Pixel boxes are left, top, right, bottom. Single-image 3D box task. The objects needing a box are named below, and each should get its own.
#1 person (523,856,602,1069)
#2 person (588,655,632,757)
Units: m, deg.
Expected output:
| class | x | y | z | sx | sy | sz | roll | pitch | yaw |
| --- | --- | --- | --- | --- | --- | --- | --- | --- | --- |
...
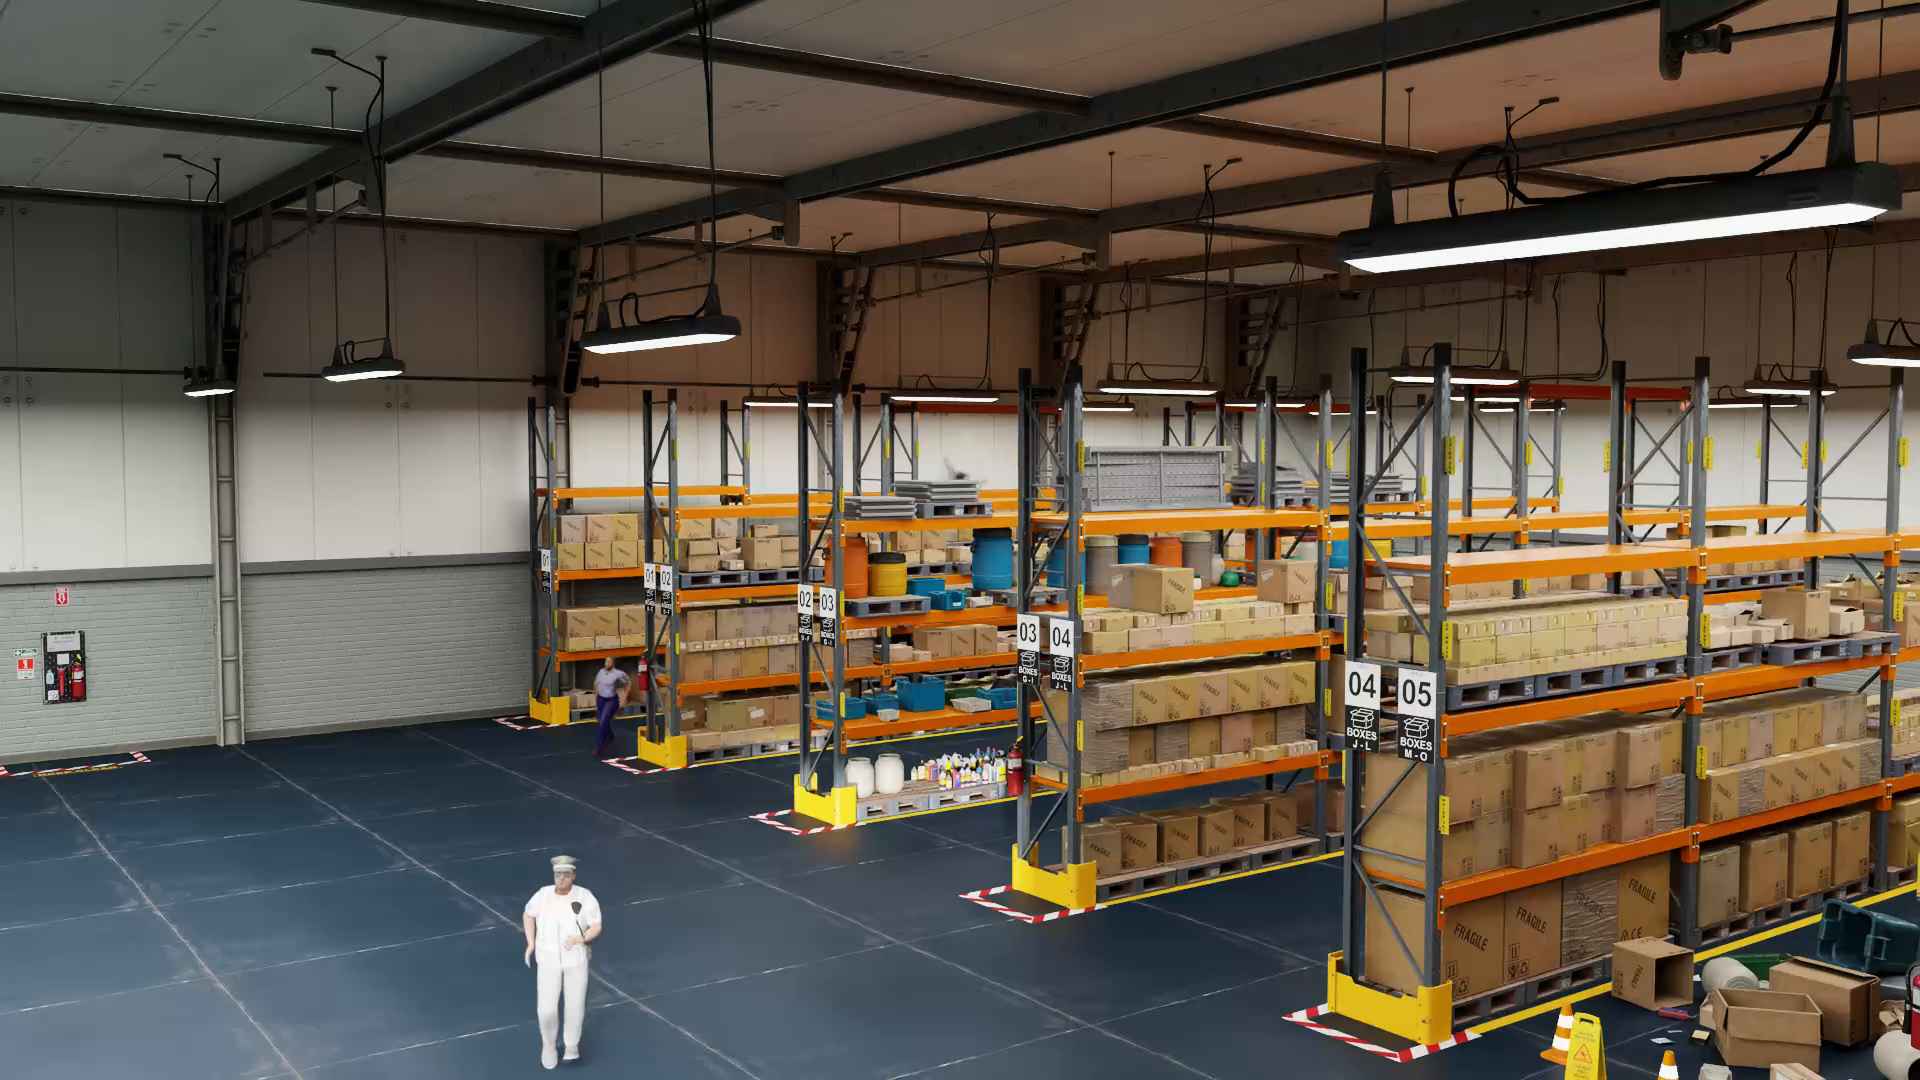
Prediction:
| class | x | y | z | sx | sy | sz | roll | pitch | yaw |
| --- | --- | --- | --- | --- | --- | --- | --- | --- | --- |
| person | -3.273 | 3.474 | 13.681 | 0.647 | 1.772 | 0.680 | -1 | 3 | -11 |
| person | -5.816 | 2.719 | 27.536 | 0.696 | 1.655 | 0.823 | 2 | 4 | 26 |
